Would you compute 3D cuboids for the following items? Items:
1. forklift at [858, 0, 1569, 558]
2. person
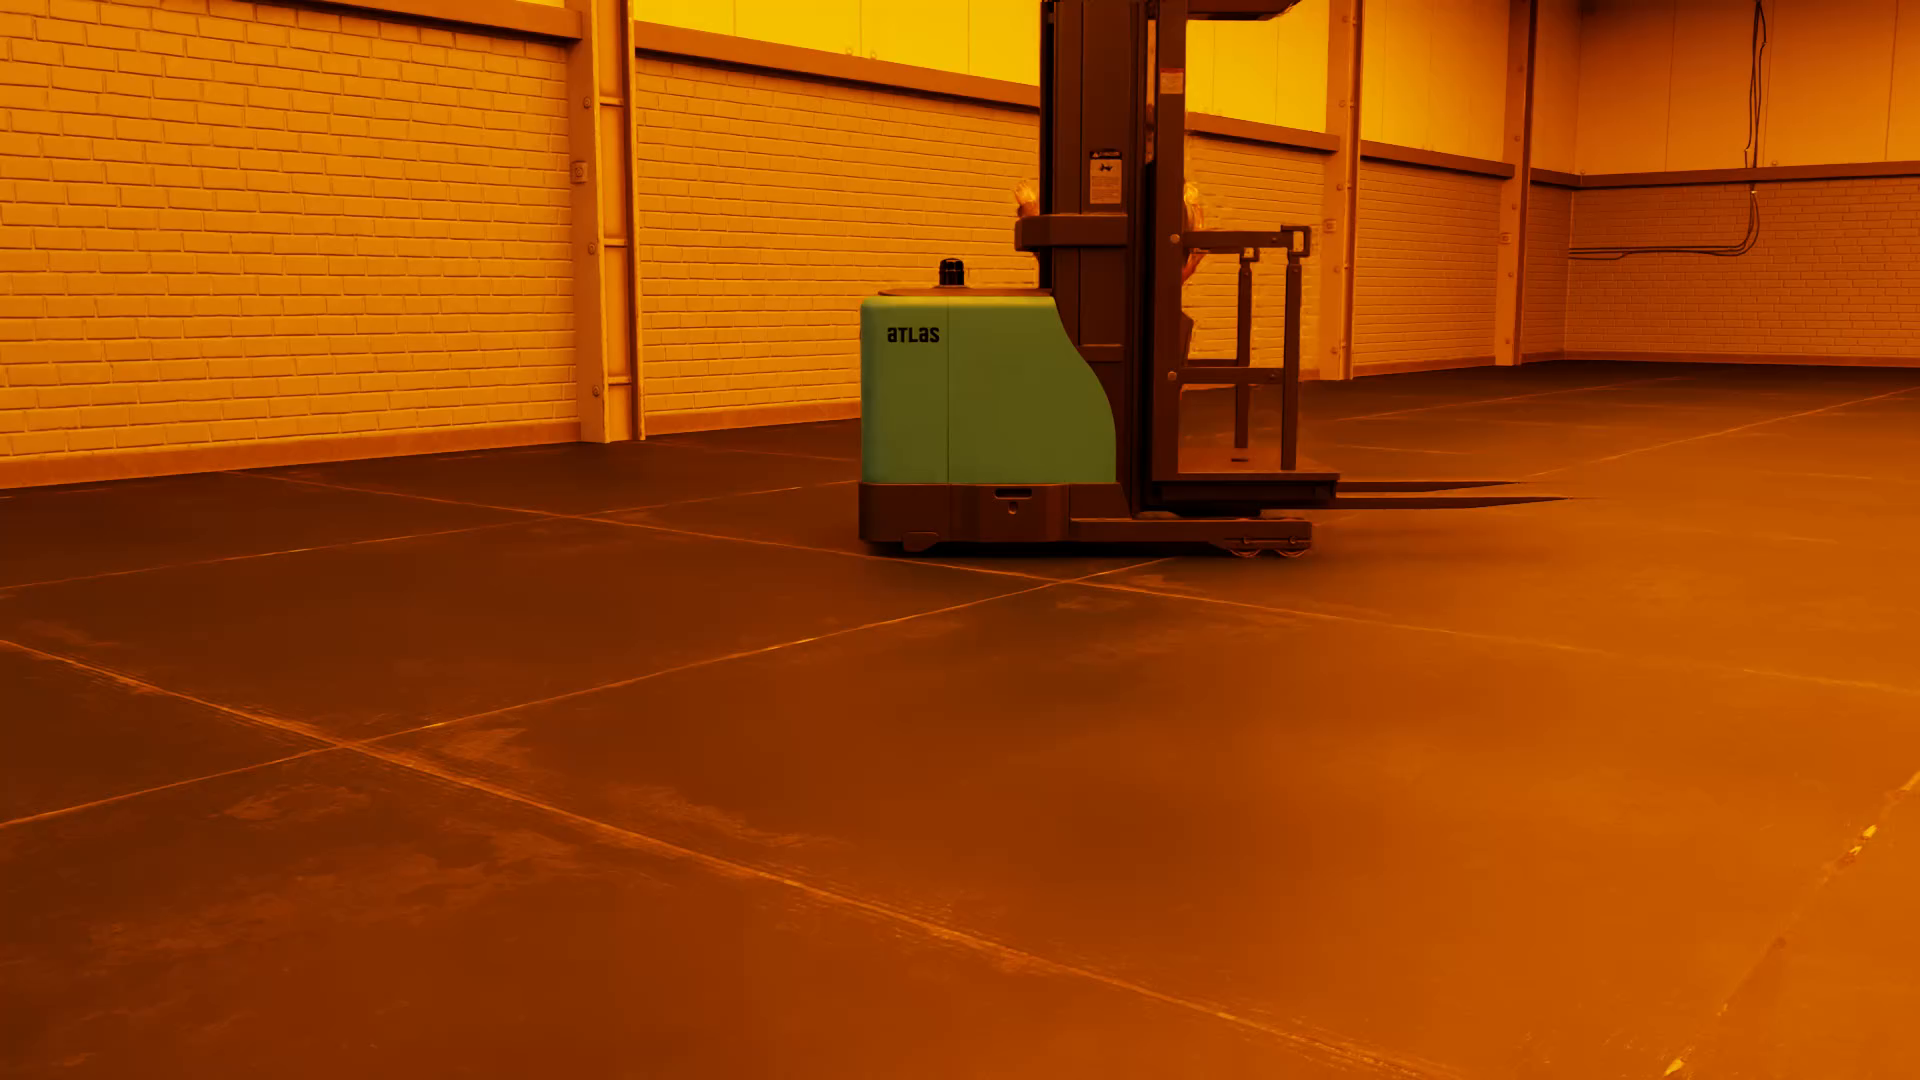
[{"bbox_3d":[1.080,-1.452,7.208,3.031,2.935,1.130,0,8,-2],"label":"forklift"},{"bbox_3d":[0.772,-1.024,8.711,1.011,1.693,0.768,0,8,3],"label":"person"}]
